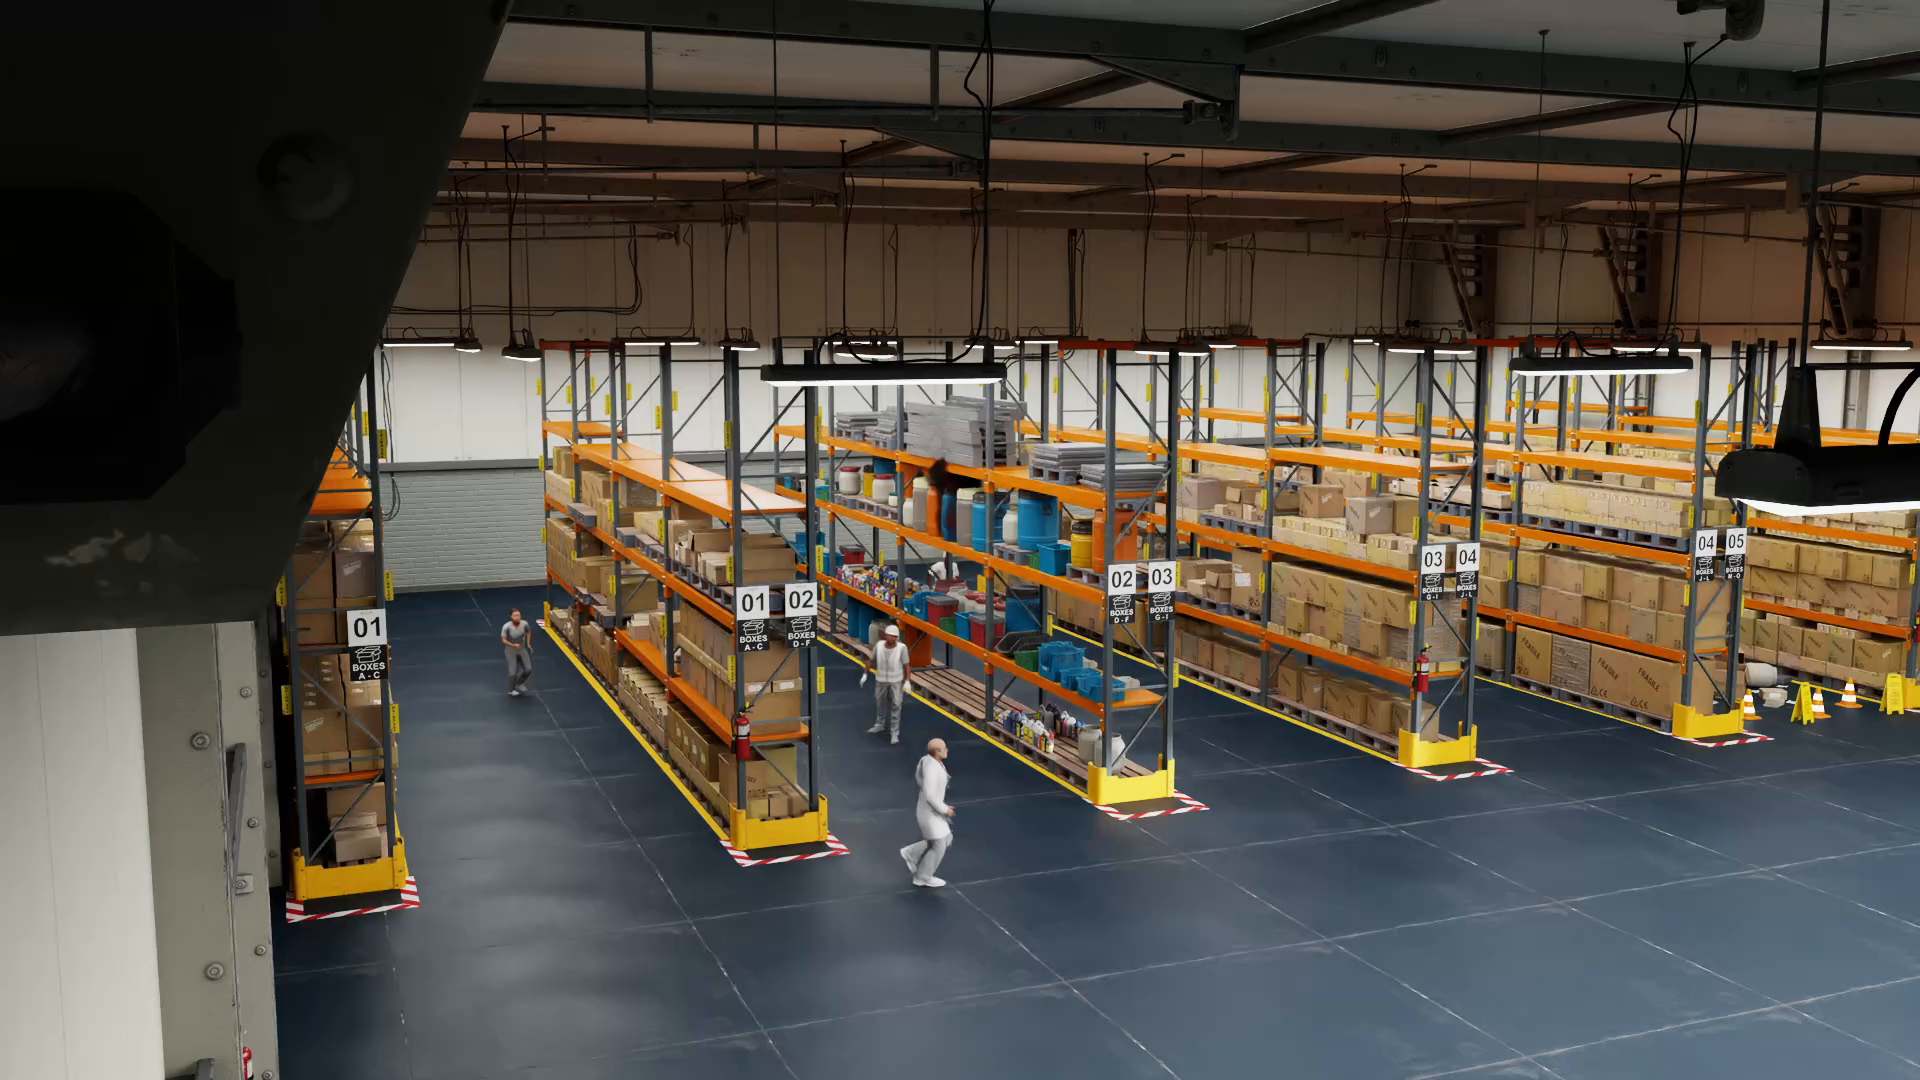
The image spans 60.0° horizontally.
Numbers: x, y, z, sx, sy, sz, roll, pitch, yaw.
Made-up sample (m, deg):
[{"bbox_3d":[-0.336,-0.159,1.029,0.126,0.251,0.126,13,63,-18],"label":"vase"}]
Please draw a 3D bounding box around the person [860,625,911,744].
[{"bbox_3d":[-1.132,2.167,25.409,0.767,1.775,0.771,1,8,8],"label":"person"}]

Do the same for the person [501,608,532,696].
[{"bbox_3d":[-7.514,1.903,28.212,0.562,1.559,0.741,-5,9,-34],"label":"person"}]

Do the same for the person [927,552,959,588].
[{"bbox_3d":[-0.342,1.044,34.283,0.694,1.694,0.701,-6,9,-38],"label":"person"}]

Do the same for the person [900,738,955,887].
[{"bbox_3d":[-0.367,3.064,18.657,0.632,1.722,0.703,0,7,1],"label":"person"}]
